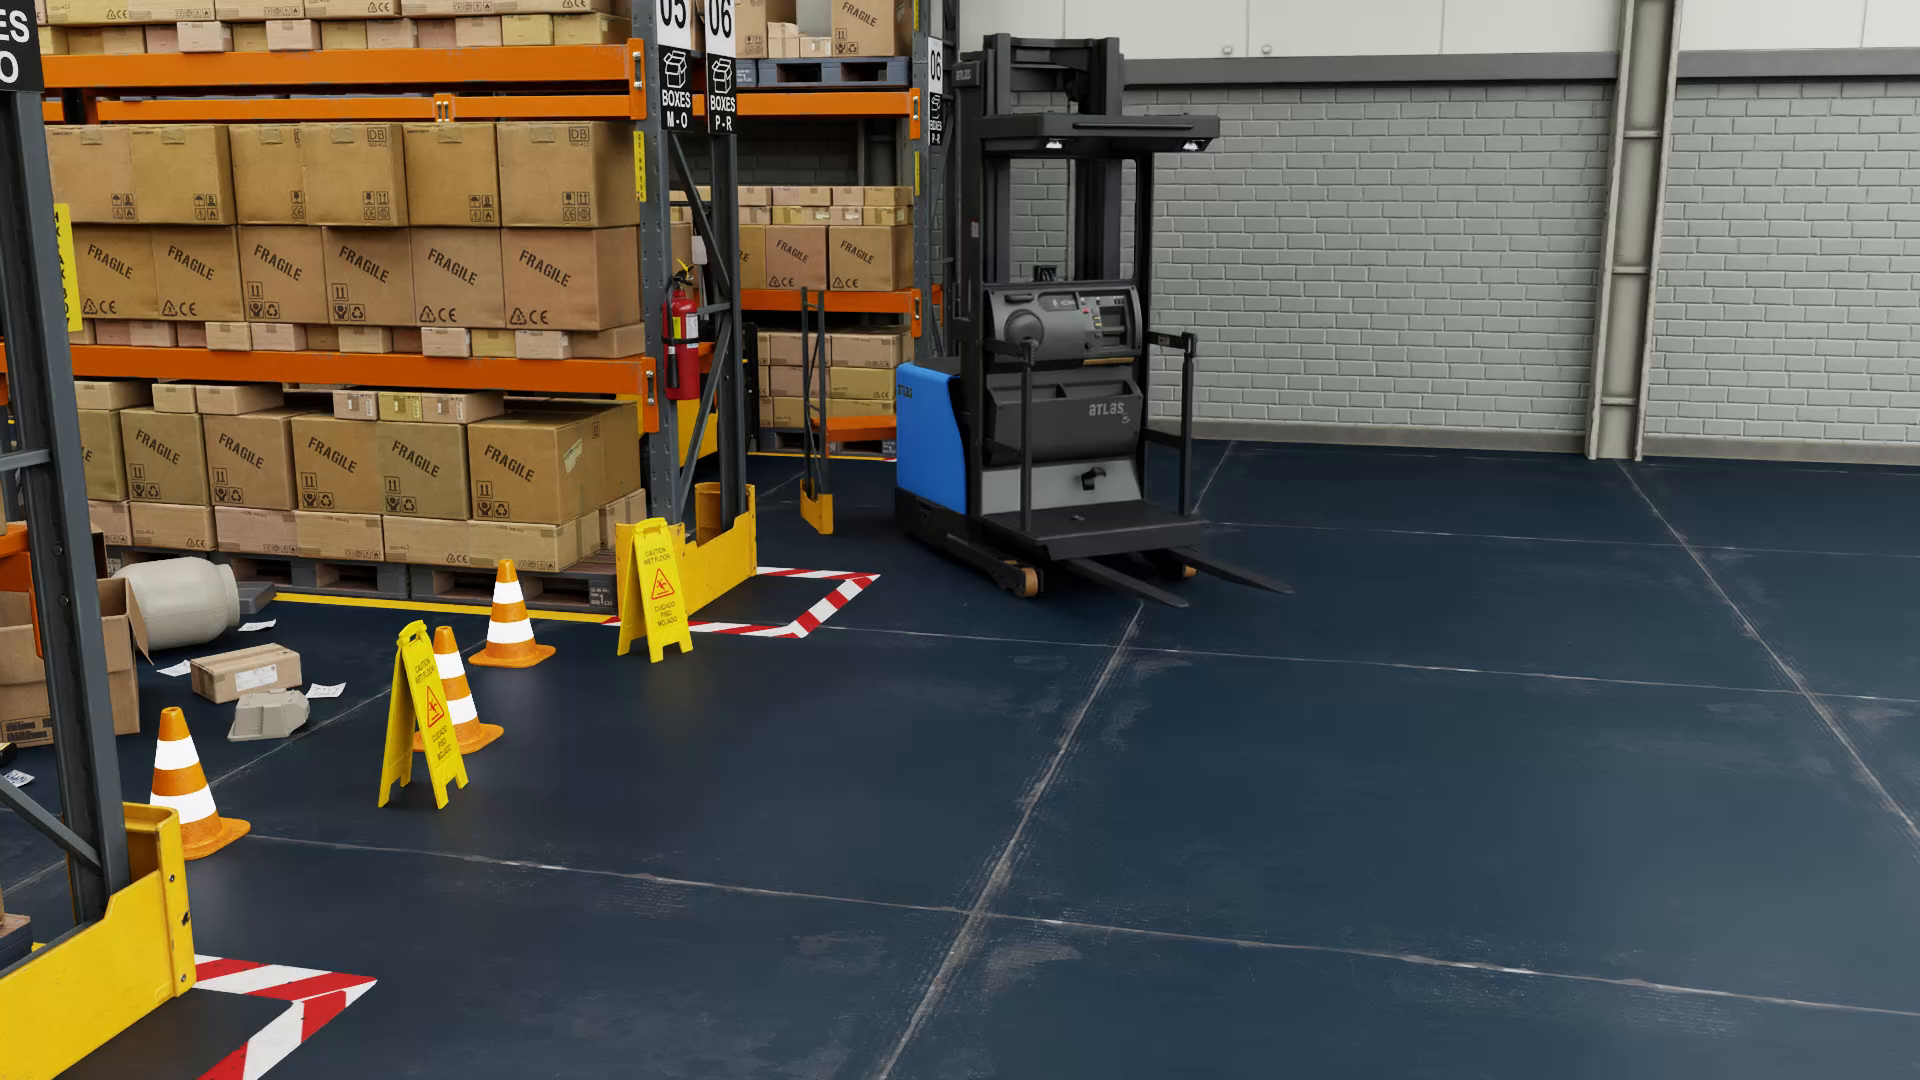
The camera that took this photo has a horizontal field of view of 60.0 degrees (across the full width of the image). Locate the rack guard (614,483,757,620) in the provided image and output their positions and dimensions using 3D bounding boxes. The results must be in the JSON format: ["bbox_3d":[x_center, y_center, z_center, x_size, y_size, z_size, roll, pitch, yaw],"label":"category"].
[{"bbox_3d":[-1.439,0.049,8.860,0.348,0.500,1.175,3,13,14],"label":"rack guard"}]

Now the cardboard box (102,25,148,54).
[{"bbox_3d":[-4.264,-2.613,8.741,0.250,0.149,0.380,3,13,15],"label":"cardboard box"}]

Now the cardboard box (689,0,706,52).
[{"bbox_3d":[-2.197,-4.065,13.265,0.637,0.503,0.797,3,13,15],"label":"cardboard box"}]

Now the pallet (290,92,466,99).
[{"bbox_3d":[-4.923,-3.833,14.103,1.217,0.209,0.805,3,13,11],"label":"pallet"}]

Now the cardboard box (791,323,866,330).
[{"bbox_3d":[-1.087,-1.652,13.827,0.500,0.250,0.500,3,13,14],"label":"cardboard box"}]

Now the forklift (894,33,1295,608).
[{"bbox_3d":[0.680,-1.229,9.005,1.130,2.935,3.031,-6,14,-25],"label":"forklift"}]

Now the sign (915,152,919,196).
[{"bbox_3d":[-0.323,-2.779,12.615,0.005,0.325,0.100,3,13,14],"label":"sign"}]

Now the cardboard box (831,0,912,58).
[{"bbox_3d":[-0.668,-3.950,12.758,0.500,0.500,0.500,3,13,15],"label":"cardboard box"}]

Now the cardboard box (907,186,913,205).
[{"bbox_3d":[-0.455,-2.785,13.445,0.250,0.149,0.380,3,13,12],"label":"cardboard box"}]

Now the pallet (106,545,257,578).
[{"bbox_3d":[-4.588,0.013,9.686,1.213,0.211,1.003,3,13,14],"label":"pallet"}]

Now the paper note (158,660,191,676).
[{"bbox_3d":[-3.549,0.581,7.570,0.142,0.019,0.148,8,15,33],"label":"paper note"}]

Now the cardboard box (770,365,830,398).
[{"bbox_3d":[-1.211,-1.306,13.421,0.500,0.250,0.500,3,13,13],"label":"cardboard box"}]

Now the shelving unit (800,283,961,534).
[{"bbox_3d":[-0.446,-0.866,10.673,1.083,1.500,0.587,-4,13,-18],"label":"shelving unit"}]

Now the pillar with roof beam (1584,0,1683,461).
[{"bbox_3d":[4.154,-4.150,8.161,0.400,9.000,9.100,3,13,14],"label":"pillar with roof beam"}]

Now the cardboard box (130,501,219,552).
[{"bbox_3d":[-4.220,-0.125,9.252,0.500,0.250,0.500,4,13,17],"label":"cardboard box"}]

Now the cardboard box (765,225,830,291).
[{"bbox_3d":[-1.222,-2.260,13.263,0.500,0.500,0.500,3,13,15],"label":"cardboard box"}]

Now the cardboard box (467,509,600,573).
[{"bbox_3d":[-2.238,-0.017,8.764,0.500,0.250,0.500,3,13,13],"label":"cardboard box"}]

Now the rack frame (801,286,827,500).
[{"bbox_3d":[-0.921,-0.832,10.522,0.032,1.500,0.500,-4,13,-18],"label":"rack frame"}]

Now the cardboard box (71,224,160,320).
[{"bbox_3d":[-4.395,-1.467,9.002,0.500,0.500,0.500,3,13,13],"label":"cardboard box"}]

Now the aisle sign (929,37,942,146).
[{"bbox_3d":[-0.186,-3.416,12.702,0.004,0.787,0.394,3,13,14],"label":"aisle sign"}]

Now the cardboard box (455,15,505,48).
[{"bbox_3d":[-2.278,-2.496,8.214,0.250,0.149,0.380,3,13,15],"label":"cardboard box"}]

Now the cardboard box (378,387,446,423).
[{"bbox_3d":[-2.821,-0.719,8.697,0.250,0.149,0.380,3,13,14],"label":"cardboard box"}]

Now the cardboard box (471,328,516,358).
[{"bbox_3d":[-2.296,-1.027,8.518,0.250,0.149,0.380,3,13,13],"label":"cardboard box"}]

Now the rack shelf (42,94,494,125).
[{"bbox_3d":[-6.005,-3.636,14.434,4.000,0.370,1.077,3,13,14],"label":"rack shelf"}]

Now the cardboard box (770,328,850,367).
[{"bbox_3d":[-1.199,-1.546,13.347,0.500,0.250,0.500,3,13,15],"label":"cardboard box"}]

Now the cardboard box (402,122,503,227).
[{"bbox_3d":[-2.403,-1.858,8.458,0.500,0.500,0.700,3,13,14],"label":"cardboard box"}]

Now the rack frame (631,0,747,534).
[{"bbox_3d":[-1.365,-1.168,8.572,0.127,3.000,1.000,3,13,14],"label":"rack frame"}]

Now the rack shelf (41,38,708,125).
[{"bbox_3d":[-3.307,-2.385,8.793,4.000,0.370,1.077,3,13,14],"label":"rack shelf"}]

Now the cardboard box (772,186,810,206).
[{"bbox_3d":[-1.309,-2.739,13.241,0.250,0.149,0.380,3,13,14],"label":"cardboard box"}]

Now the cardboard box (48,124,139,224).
[{"bbox_3d":[-4.383,-1.958,8.907,0.500,0.500,0.700,3,13,14],"label":"cardboard box"}]

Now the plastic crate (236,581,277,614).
[{"bbox_3d":[-3.921,0.304,8.679,0.583,0.080,0.402,-1,13,-6],"label":"plastic crate"}]

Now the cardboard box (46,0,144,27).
[{"bbox_3d":[-4.384,-2.806,8.692,0.500,0.250,0.500,3,13,13],"label":"cardboard box"}]

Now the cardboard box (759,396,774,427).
[{"bbox_3d":[-1.676,-1.088,13.591,0.500,0.250,0.500,3,13,14],"label":"cardboard box"}]

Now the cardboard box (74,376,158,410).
[{"bbox_3d":[-4.634,-0.814,9.128,0.250,0.149,0.380,3,13,14],"label":"cardboard box"}]

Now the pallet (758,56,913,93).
[{"bbox_3d":[-0.860,-3.675,13.152,1.213,0.211,1.003,3,13,14],"label":"pallet"}]

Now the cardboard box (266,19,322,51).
[{"bbox_3d":[-3.281,-2.540,8.409,0.250,0.149,0.380,3,13,13],"label":"cardboard box"}]

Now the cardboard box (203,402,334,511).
[{"bbox_3d":[-3.715,-0.464,9.048,0.500,0.500,0.500,4,13,16],"label":"cardboard box"}]

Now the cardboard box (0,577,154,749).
[{"bbox_3d":[-3.677,0.492,6.853,0.637,0.503,0.797,-6,14,-25],"label":"cardboard box"}]

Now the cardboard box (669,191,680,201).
[{"bbox_3d":[-2.309,-2.792,13.476,0.250,0.149,0.380,3,13,14],"label":"cardboard box"}]

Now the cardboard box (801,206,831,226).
[{"bbox_3d":[-1.076,-2.570,13.162,0.250,0.149,0.380,3,13,15],"label":"cardboard box"}]

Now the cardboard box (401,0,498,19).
[{"bbox_3d":[-2.412,-2.703,8.227,0.500,0.250,0.500,3,13,13],"label":"cardboard box"}]

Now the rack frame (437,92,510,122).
[{"bbox_3d":[-4.063,-2.419,14.213,0.127,3.000,1.000,3,13,14],"label":"rack frame"}]

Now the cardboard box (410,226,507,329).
[{"bbox_3d":[-2.443,-1.359,8.516,0.500,0.500,0.500,3,13,14],"label":"cardboard box"}]

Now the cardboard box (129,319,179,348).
[{"bbox_3d":[-4.265,-1.139,9.023,0.250,0.149,0.380,3,13,15],"label":"cardboard box"}]

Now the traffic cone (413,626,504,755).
[{"bbox_3d":[-2.028,0.571,6.593,0.334,0.463,0.336,3,13,14],"label":"traffic cone"}]

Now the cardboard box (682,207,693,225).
[{"bbox_3d":[-2.055,-2.630,13.432,0.250,0.149,0.380,3,13,13],"label":"cardboard box"}]

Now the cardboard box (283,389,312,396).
[{"bbox_3d":[-4.116,-0.604,9.677,0.500,0.500,0.500,3,13,15],"label":"cardboard box"}]

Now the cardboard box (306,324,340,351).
[{"bbox_3d":[-3.259,-1.103,8.860,0.250,0.149,0.380,3,13,14],"label":"cardboard box"}]
